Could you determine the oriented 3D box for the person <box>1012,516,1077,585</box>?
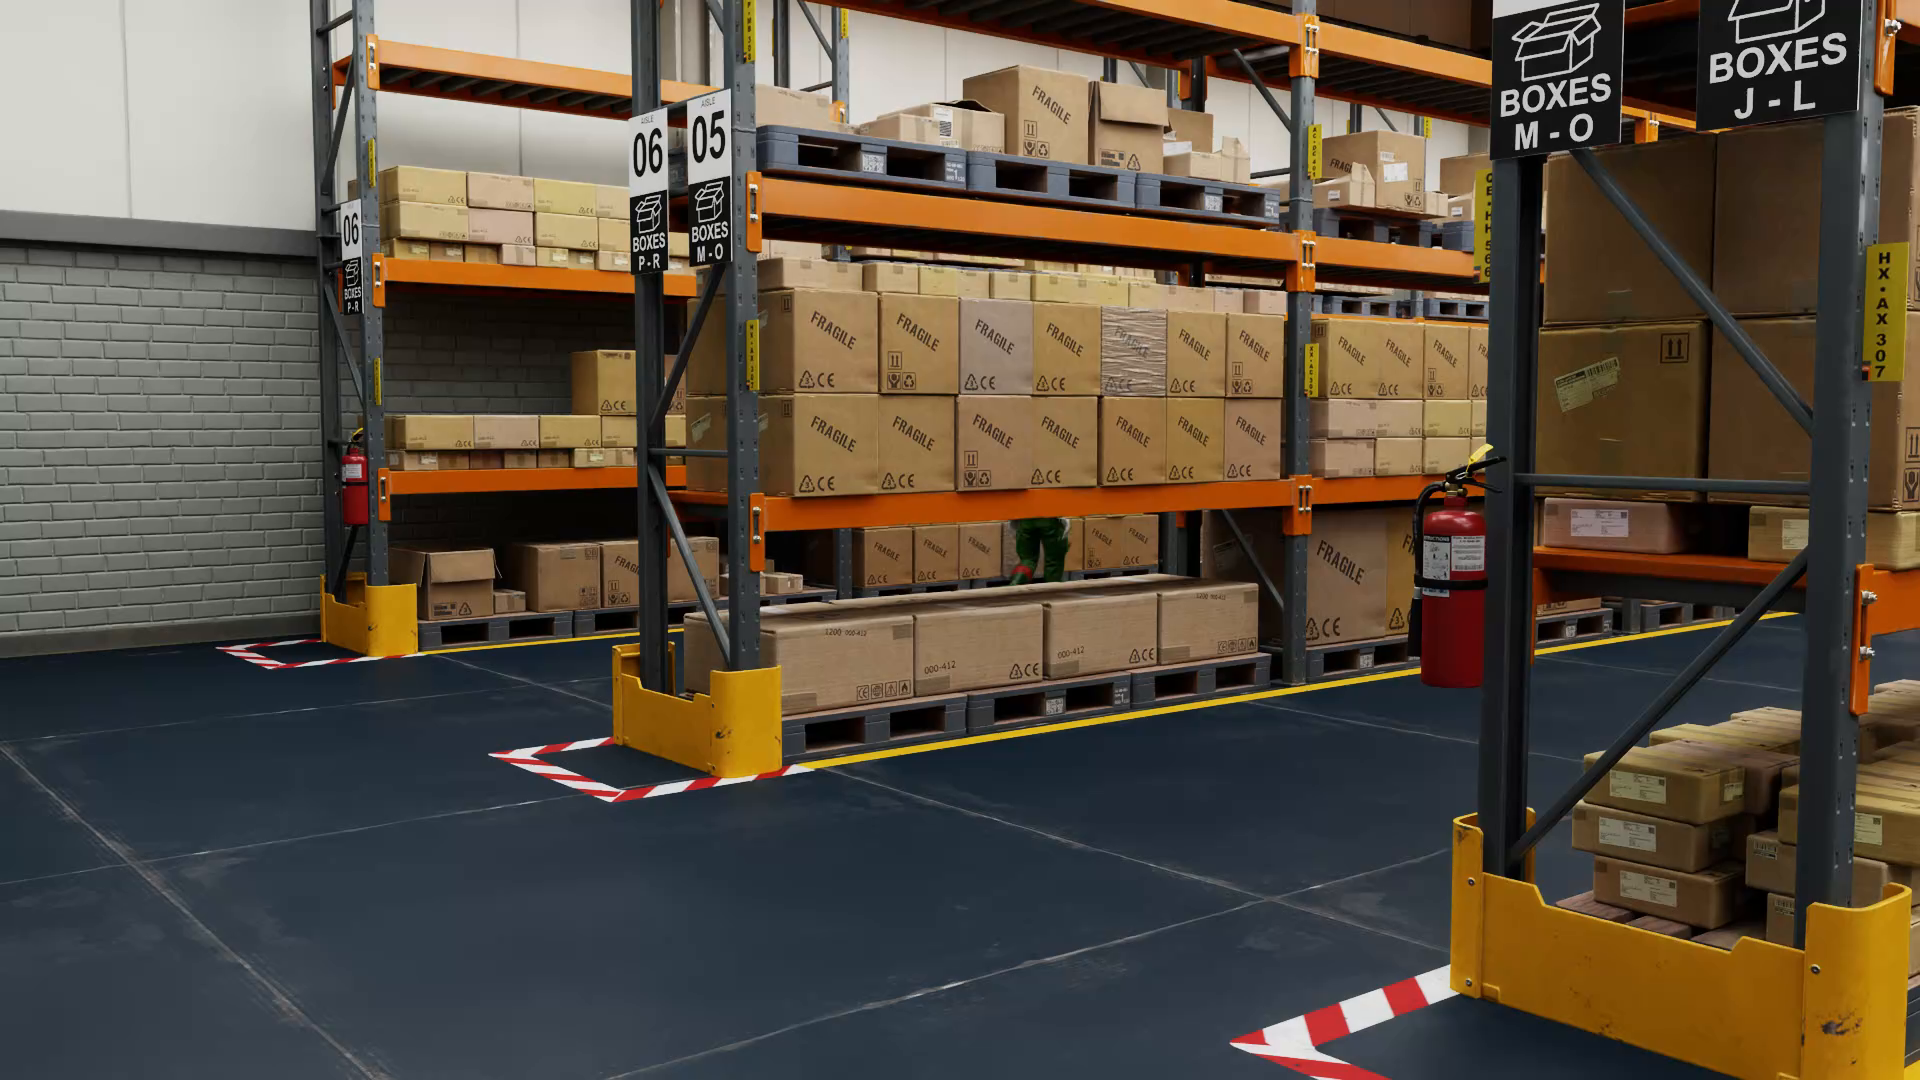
[{"bbox_3d":[0.646,-0.203,13.268,0.609,1.786,0.560,-2,5,-25],"label":"person"}]
